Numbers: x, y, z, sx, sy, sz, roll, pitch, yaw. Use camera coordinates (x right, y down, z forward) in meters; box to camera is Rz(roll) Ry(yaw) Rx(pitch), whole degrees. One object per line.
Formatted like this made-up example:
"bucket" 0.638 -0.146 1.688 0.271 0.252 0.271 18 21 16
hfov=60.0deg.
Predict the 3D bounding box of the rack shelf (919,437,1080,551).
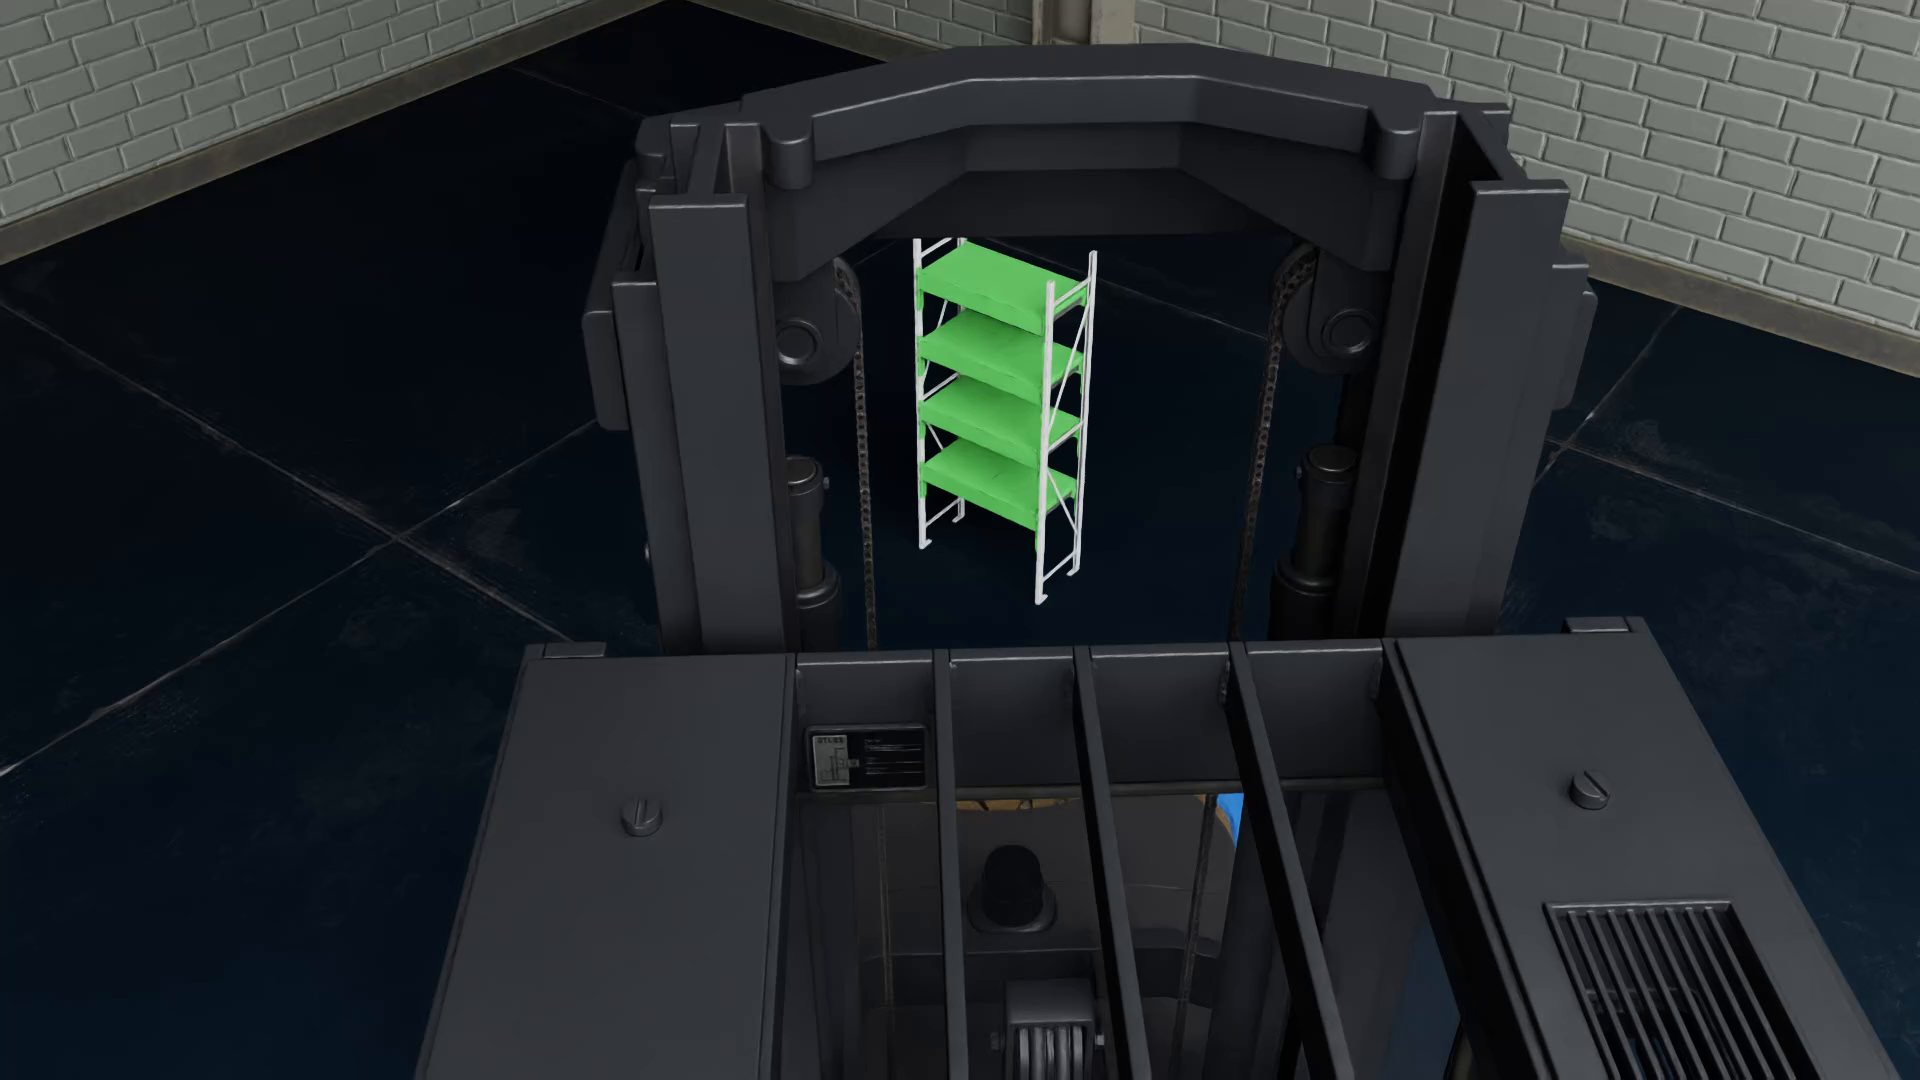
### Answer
"rack shelf" 0.131 -0.171 5.488 0.480 0.148 0.258 25 45 29

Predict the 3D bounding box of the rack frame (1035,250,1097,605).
"rack frame" 0.325 -0.319 5.184 0.015 1.200 0.240 25 45 29

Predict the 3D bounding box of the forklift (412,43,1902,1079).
"forklift" 0.137 1.082 1.990 1.130 2.935 3.031 -1 38 -2

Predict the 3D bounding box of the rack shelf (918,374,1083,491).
"rack shelf" 0.131 -0.360 5.340 0.480 0.148 0.258 25 45 29

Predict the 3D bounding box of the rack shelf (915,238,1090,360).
"rack shelf" 0.131 -0.738 5.044 0.480 0.148 0.258 25 45 29

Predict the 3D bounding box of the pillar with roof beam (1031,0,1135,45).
"pillar with roof beam" -2.023 -3.489 2.907 0.400 9.000 9.100 25 45 29

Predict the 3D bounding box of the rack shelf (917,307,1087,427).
"rack shelf" 0.131 -0.549 5.192 0.480 0.148 0.258 25 45 29

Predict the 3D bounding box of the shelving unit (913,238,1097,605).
"shelving unit" 0.131 -0.410 5.301 0.503 1.200 0.258 25 45 29

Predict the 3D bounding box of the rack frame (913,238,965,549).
"rack frame" -0.062 -0.502 5.418 0.015 1.200 0.240 25 45 29
